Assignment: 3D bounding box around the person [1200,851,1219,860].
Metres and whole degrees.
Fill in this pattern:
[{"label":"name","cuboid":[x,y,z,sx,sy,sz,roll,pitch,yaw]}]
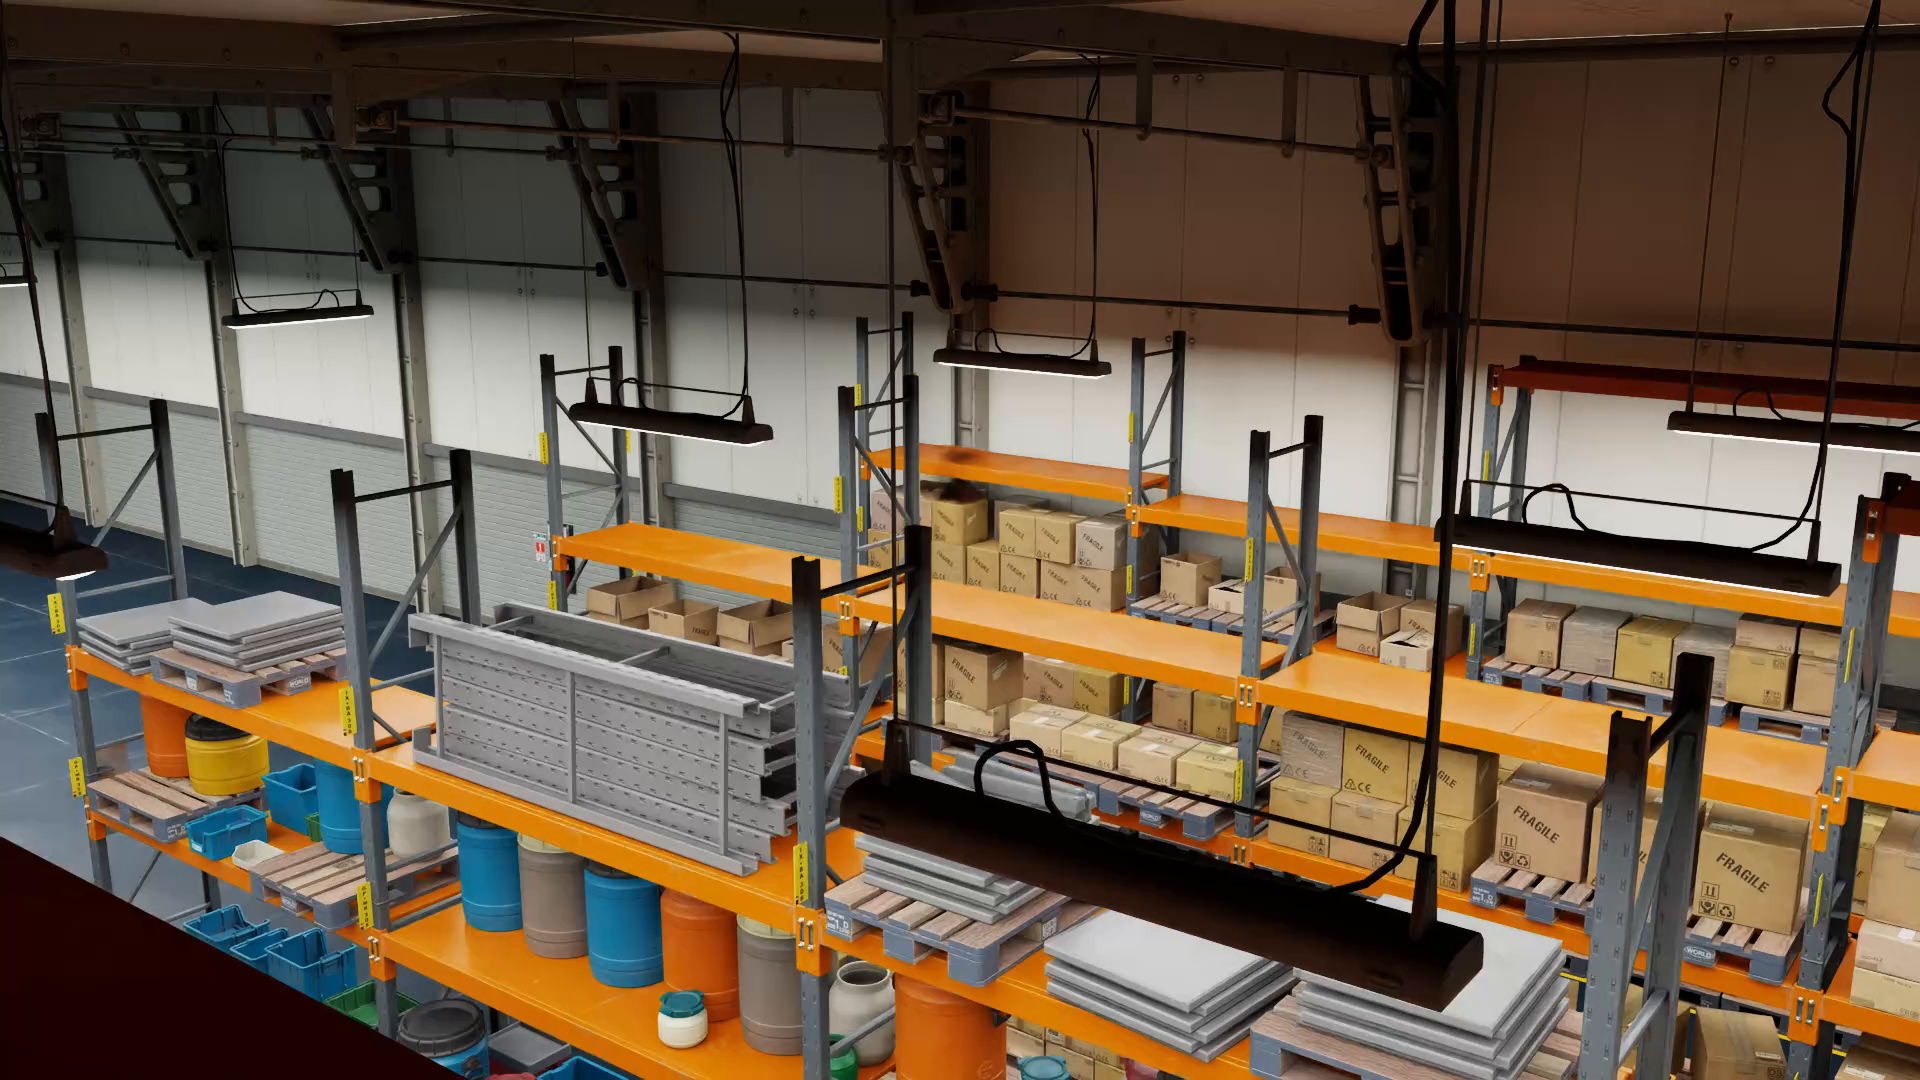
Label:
[{"label":"person","cuboid":[2.420,3.589,16.067,0.522,1.682,0.369,8,16,33]}]
